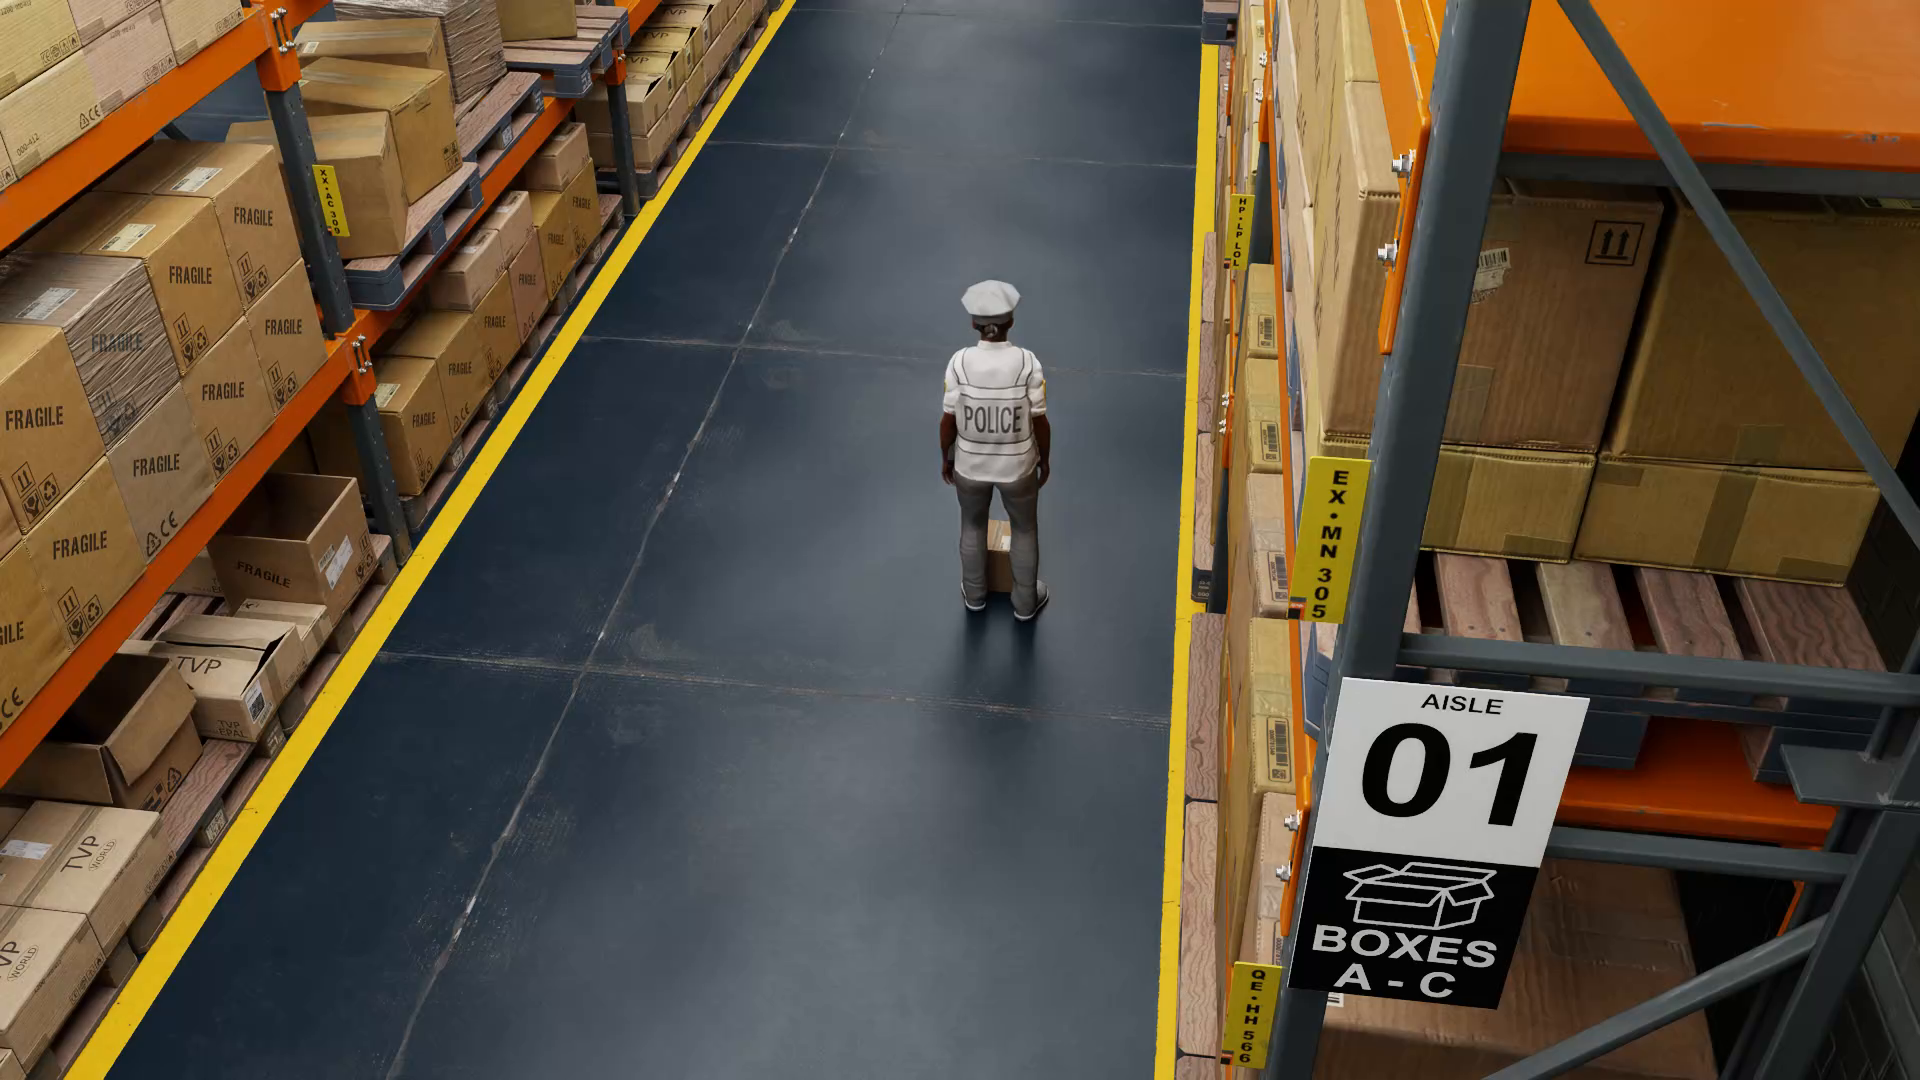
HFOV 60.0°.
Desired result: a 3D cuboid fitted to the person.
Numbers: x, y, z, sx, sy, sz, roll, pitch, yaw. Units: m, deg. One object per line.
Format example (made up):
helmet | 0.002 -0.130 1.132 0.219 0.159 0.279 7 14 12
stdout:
person | 0.164 -0.357 7.526 0.519 1.655 0.430 2 36 3
